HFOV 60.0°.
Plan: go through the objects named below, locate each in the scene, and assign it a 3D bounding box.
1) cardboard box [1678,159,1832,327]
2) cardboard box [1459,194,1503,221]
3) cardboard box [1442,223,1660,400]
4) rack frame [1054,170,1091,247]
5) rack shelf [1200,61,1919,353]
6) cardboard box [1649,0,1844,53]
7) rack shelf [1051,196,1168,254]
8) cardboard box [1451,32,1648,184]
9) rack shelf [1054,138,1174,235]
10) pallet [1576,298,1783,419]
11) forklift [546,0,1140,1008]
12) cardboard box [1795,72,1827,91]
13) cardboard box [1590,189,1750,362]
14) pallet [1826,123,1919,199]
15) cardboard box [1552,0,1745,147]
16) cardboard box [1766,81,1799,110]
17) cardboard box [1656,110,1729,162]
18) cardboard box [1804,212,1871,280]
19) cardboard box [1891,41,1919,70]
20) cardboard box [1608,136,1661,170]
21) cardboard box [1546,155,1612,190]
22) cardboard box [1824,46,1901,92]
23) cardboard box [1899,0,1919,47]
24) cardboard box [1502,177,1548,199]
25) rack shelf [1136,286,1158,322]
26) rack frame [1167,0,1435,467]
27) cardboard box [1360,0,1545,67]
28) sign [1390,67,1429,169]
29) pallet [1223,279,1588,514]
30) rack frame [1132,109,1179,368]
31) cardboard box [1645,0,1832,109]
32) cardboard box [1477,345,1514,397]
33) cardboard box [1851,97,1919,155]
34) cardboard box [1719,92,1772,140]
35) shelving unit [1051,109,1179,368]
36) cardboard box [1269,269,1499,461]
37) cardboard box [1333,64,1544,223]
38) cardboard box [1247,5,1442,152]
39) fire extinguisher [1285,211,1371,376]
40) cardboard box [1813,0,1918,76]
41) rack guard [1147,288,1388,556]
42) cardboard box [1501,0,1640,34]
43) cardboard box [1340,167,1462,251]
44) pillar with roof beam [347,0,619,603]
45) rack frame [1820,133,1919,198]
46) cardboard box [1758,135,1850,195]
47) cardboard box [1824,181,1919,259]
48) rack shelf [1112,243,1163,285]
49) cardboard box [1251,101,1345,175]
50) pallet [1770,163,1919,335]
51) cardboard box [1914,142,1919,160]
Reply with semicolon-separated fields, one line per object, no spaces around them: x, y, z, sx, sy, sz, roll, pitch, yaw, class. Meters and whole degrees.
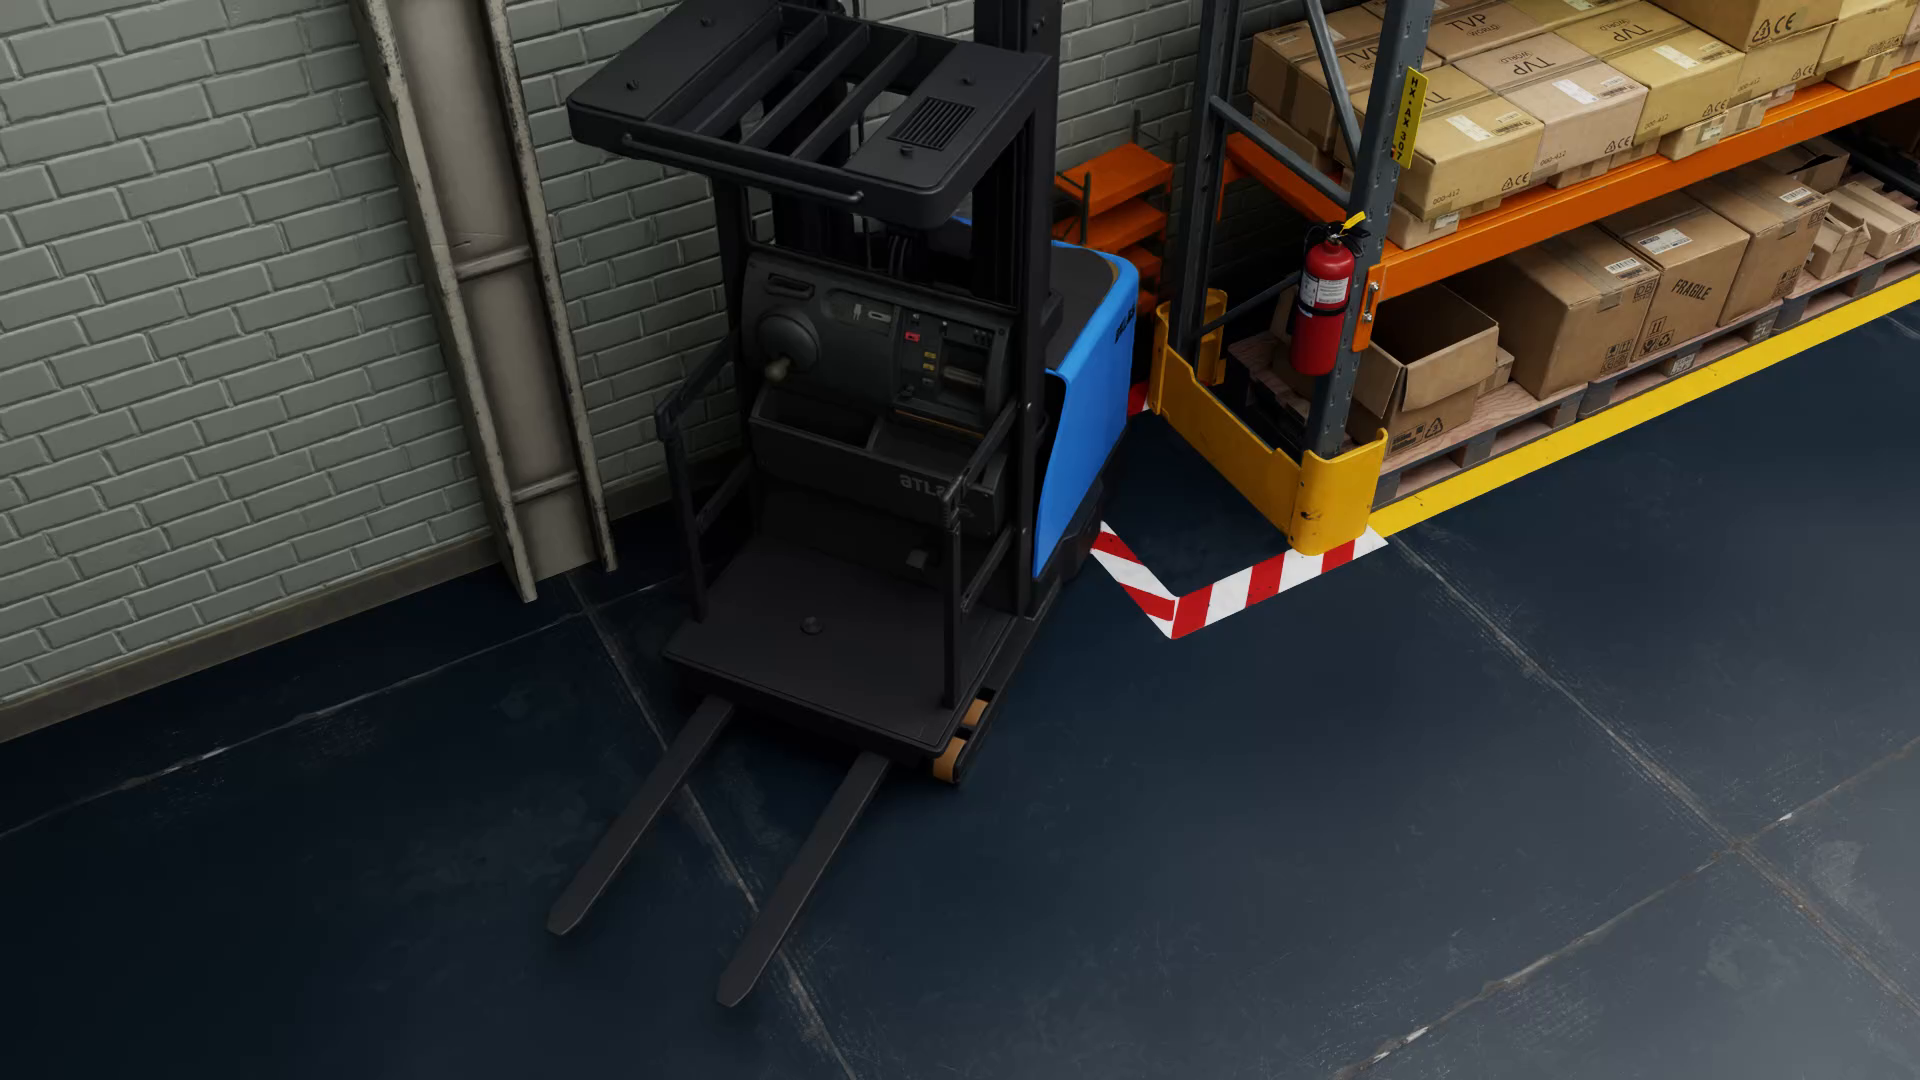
3.418;-1.423;7.556;0.500;0.500;0.700;-24;49;-22;cardboard box
1.799;-1.356;6.173;0.250;0.149;0.380;-21;48;-20;cardboard box
2.518;-1.063;7.185;0.500;0.500;0.700;-20;48;-19;cardboard box
0.420;-1.064;6.975;0.015;1.200;0.240;-30;52;-28;rack frame
2.914;-1.817;6.985;4.000;0.370;1.077;-22;48;-21;rack shelf
3.007;-2.219;6.238;0.500;0.500;0.500;-21;48;-20;cardboard box
0.610;-1.283;6.980;0.480;0.148;0.258;-30;52;-28;rack shelf
2.144;-1.604;6.143;0.500;0.250;0.500;-21;48;-21;cardboard box
0.614;-1.452;6.814;0.480;0.148;0.258;-30;52;-28;rack shelf
2.993;-1.104;7.737;1.213;0.211;1.003;-22;48;-21;pallet
-0.368;-0.545;5.207;1.130;2.935;3.031;17;47;17;forklift
3.341;-2.005;6.843;0.250;0.149;0.380;-21;48;-20;cardboard box
3.026;-1.186;7.312;0.500;0.500;0.500;-21;48;-20;cardboard box
5.334;-2.073;8.735;1.213;0.211;1.003;-22;48;-21;pallet
2.582;-1.782;6.326;0.500;0.250;0.500;-23;49;-22;cardboard box
3.150;-1.891;6.725;0.250;0.149;0.380;-22;48;-21;cardboard box
2.743;-1.656;6.483;0.250;0.149;0.380;-23;49;-22;cardboard box
4.001;-1.444;7.746;0.258;0.266;0.396;-20;48;-20;cardboard box
3.828;-2.133;6.974;0.250;0.149;0.380;-21;48;-20;cardboard box
2.486;-1.614;6.440;0.250;0.149;0.380;-21;48;-20;cardboard box
2.259;-1.518;6.341;0.250;0.149;0.380;-20;48;-20;cardboard box
3.620;-2.027;6.866;0.250;0.149;0.380;-22;48;-22;cardboard box
3.901;-2.315;6.876;0.500;0.250;0.500;-22;48;-21;cardboard box
2.009;-1.468;6.289;0.250;0.149;0.380;-22;48;-21;cardboard box
0.602;-0.982;7.275;0.480;0.148;0.258;-30;52;-28;rack shelf
1.179;-1.381;6.019;0.127;3.000;1.000;-22;48;-21;rack frame
1.894;-1.932;6.481;0.500;0.250;0.500;-22;48;-21;cardboard box
1.450;-1.364;5.380;0.005;0.325;0.100;-22;48;-21;sign
1.936;-0.684;7.303;1.213;0.211;1.003;-22;48;-21;pallet
0.793;-1.280;7.204;0.015;1.200;0.240;-30;52;-28;rack frame
3.015;-1.972;6.522;0.500;0.250;0.500;-23;49;-22;cardboard box
2.145;-0.788;7.153;0.250;0.149;0.380;-24;49;-22;cardboard box
4.926;-2.372;8.533;0.500;0.500;0.500;-22;48;-21;cardboard box
2.961;-1.760;6.590;0.250;0.149;0.380;-21;48;-20;cardboard box
0.607;-1.172;7.089;0.503;1.200;0.258;-30;52;-28;shelving unit
1.757;-0.791;6.902;0.637;0.503;0.797;-24;49;-22;cardboard box
1.707;-1.429;5.963;0.500;0.250;0.500;-22;48;-21;cardboard box
1.446;-1.754;6.298;0.500;0.250;0.500;-20;48;-20;cardboard box
1.282;-0.890;5.836;0.183;0.674;0.296;-22;48;-21;fire extinguisher
3.462;-2.150;6.706;0.500;0.250;0.500;-22;48;-21;cardboard box
1.245;-0.511;6.917;0.348;0.500;1.175;-22;48;-21;rack guard
2.325;-2.101;6.655;0.500;0.250;0.500;-20;48;-20;cardboard box
1.601;-1.239;6.054;0.250;0.149;0.380;-22;48;-21;cardboard box
0.537;-0.543;0.848;0.400;9.000;9.100;-22;48;-21;pillar with roof beam
4.648;-2.769;7.449;0.127;3.000;1.000;-22;48;-21;rack frame
3.957;-1.868;8.150;0.500;0.311;0.500;-20;48;-20;cardboard box
4.311;-1.526;7.914;0.250;0.149;0.380;-23;49;-22;cardboard box
0.606;-1.124;7.136;0.480;0.148;0.258;-30;52;-28;rack shelf
1.333;-1.568;6.392;0.250;0.149;0.380;-22;48;-21;cardboard box
4.052;-1.531;8.176;1.213;0.211;1.003;-22;48;-21;pallet
5.179;-2.055;8.207;0.500;0.500;0.500;-20;48;-19;cardboard box
